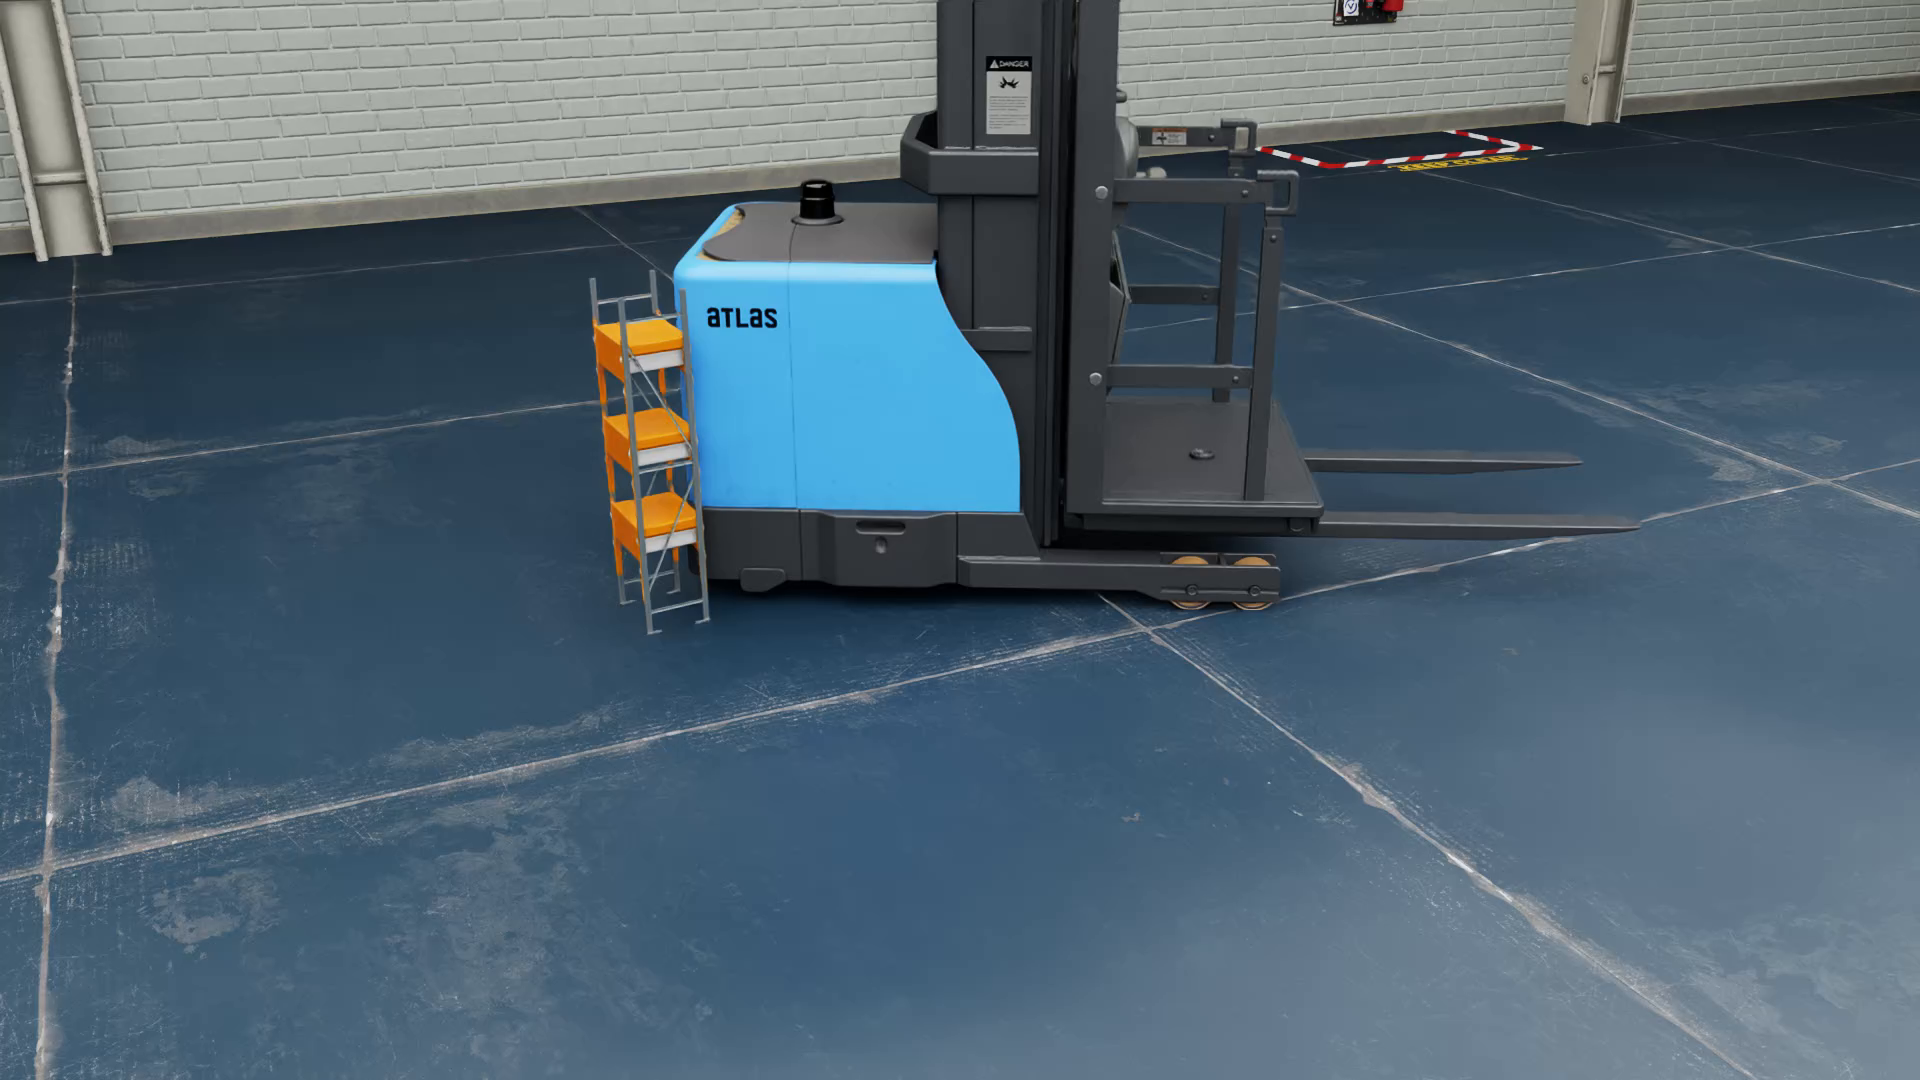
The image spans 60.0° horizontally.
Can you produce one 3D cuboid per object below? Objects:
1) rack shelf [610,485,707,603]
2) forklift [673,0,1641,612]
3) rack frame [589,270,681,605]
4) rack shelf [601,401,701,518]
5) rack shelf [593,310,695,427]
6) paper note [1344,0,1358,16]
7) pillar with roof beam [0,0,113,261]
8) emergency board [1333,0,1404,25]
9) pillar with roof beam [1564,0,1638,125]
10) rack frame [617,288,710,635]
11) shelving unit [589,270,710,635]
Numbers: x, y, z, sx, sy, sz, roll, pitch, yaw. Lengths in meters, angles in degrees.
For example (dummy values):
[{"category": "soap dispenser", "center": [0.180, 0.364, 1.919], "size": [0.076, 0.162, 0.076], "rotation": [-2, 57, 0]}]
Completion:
[{"category": "rack shelf", "center": [-0.925, 0.009, 5.100], "size": [0.215, 0.259, 0.240], "rotation": [-13, 27, -27]}, {"category": "forklift", "center": [0.659, -1.339, 5.153], "size": [3.031, 2.935, 1.130], "rotation": [1, 23, 2]}, {"category": "rack frame", "center": [-0.987, -0.297, 5.082], "size": [0.200, 1.050, 0.008], "rotation": [-13, 27, -27]}, {"category": "rack shelf", "center": [-0.926, -0.246, 4.989], "size": [0.215, 0.259, 0.240], "rotation": [-13, 27, -27]}, {"category": "rack shelf", "center": [-0.927, -0.505, 4.875], "size": [0.215, 0.259, 0.240], "rotation": [-13, 27, -27]}, {"category": "paper note", "center": [3.131, -4.271, 13.299], "size": [0.142, 0.148, 0.016], "rotation": [-10, 25, -24]}, {"category": "pillar with roof beam", "center": [-3.382, -4.378, 4.562], "size": [0.400, 9.000, 9.100], "rotation": [-10, 25, -24]}, {"category": "emergency board", "center": [3.320, -4.684, 13.144], "size": [0.643, 1.169, 0.194], "rotation": [-10, 25, -24]}, {"category": "pillar with roof beam", "center": [7.431, -6.369, 9.371], "size": [0.400, 9.000, 9.100], "rotation": [-10, 25, -24]}, {"category": "rack frame", "center": [-0.865, -0.213, 4.888], "size": [0.200, 1.050, 0.008], "rotation": [-13, 27, -27]}, {"category": "shelving unit", "center": [-0.926, -0.255, 4.985], "size": [0.215, 1.050, 0.252], "rotation": [-13, 27, -27]}]
